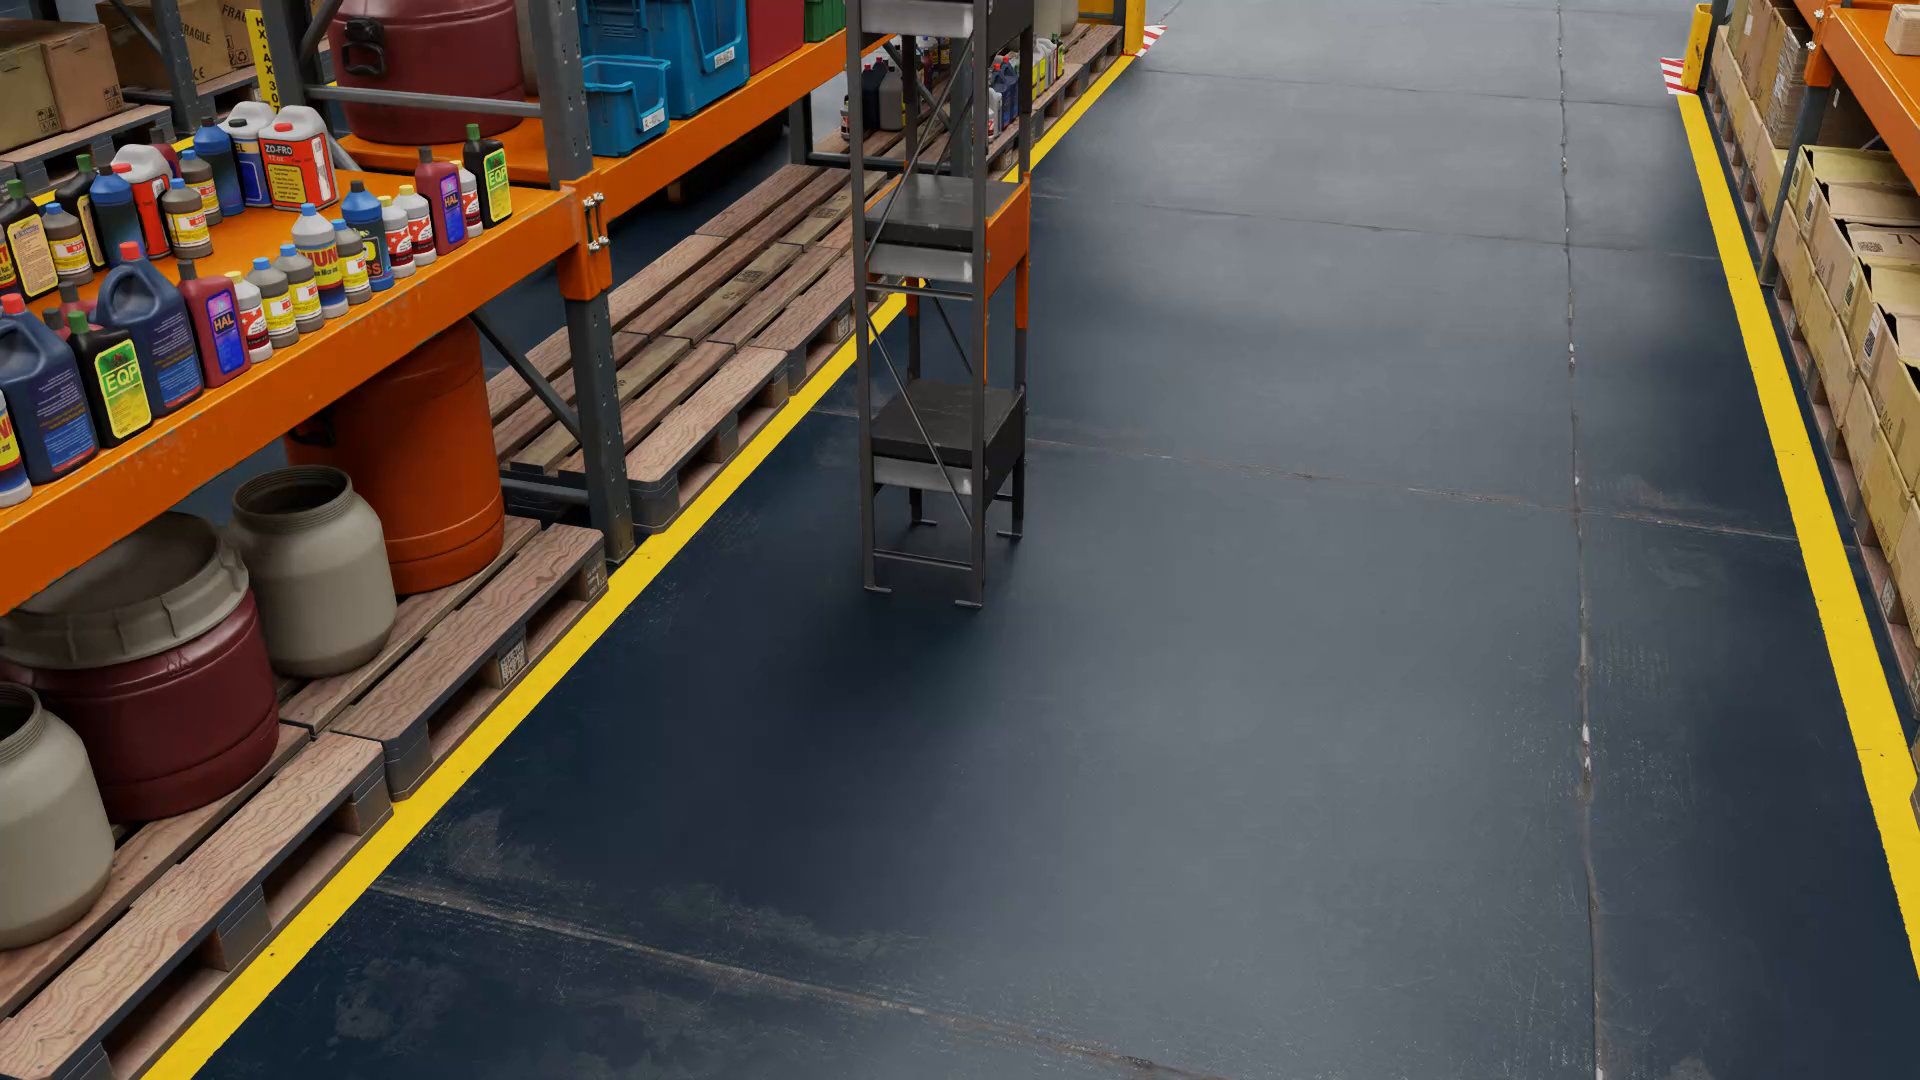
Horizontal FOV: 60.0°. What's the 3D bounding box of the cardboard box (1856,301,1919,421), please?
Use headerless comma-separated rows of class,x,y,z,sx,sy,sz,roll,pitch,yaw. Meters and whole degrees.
cardboard box,3.345,-0.595,5.553,0.500,0.311,0.500,8,30,15

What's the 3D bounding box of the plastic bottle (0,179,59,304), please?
plastic bottle,-2.327,-0.737,4.109,0.061,0.283,0.133,8,30,15

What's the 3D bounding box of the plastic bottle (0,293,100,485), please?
plastic bottle,-1.831,-0.304,3.261,0.144,0.351,0.185,8,30,15

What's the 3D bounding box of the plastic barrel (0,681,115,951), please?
plastic barrel,-2.144,0.612,3.691,0.421,0.512,0.421,0,29,0

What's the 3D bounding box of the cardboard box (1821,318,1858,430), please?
cardboard box,3.497,-0.586,6.115,0.500,0.250,0.500,9,30,16

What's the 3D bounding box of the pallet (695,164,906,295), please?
pallet,-0.624,-1.591,8.393,1.003,0.211,1.213,8,30,15

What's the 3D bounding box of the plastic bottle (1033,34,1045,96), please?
plastic bottle,0.438,-2.902,10.154,0.144,0.351,0.185,10,31,17

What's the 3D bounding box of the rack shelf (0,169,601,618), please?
rack shelf,-2.192,-0.077,3.543,1.077,0.370,4.000,8,30,15

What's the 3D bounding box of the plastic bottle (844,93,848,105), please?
plastic bottle,-0.605,-2.456,9.421,0.061,0.283,0.133,10,31,17

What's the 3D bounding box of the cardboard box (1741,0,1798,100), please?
cardboard box,4.665,-2.726,9.189,0.500,0.500,0.500,8,30,15

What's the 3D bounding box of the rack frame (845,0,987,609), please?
rack frame,-0.120,-0.727,4.897,0.400,2.100,0.015,8,30,15

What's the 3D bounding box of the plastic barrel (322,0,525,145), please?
plastic barrel,-1.758,-1.639,5.471,0.600,0.536,0.708,8,30,15

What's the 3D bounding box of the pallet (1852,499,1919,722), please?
pallet,3.408,0.229,5.121,1.003,0.211,1.213,8,30,15

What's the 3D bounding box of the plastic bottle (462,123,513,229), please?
plastic bottle,-1.316,-1.021,4.620,0.061,0.283,0.133,8,30,15

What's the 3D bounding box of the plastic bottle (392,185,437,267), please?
plastic bottle,-1.435,-0.827,4.356,0.097,0.201,0.097,0,29,0

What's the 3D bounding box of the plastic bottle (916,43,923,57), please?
plastic bottle,-0.276,-2.941,10.305,0.097,0.271,0.097,0,29,0

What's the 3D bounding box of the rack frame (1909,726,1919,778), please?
rack frame,3.129,-0.612,3.765,1.000,3.000,0.127,8,30,15

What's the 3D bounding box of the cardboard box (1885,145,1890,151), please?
cardboard box,4.878,-2.185,8.218,0.500,0.500,0.500,8,30,15

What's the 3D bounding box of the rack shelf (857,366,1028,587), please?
rack shelf,-0.049,-0.217,5.448,0.431,0.518,0.480,8,30,15

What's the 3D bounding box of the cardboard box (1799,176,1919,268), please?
cardboard box,3.792,-1.310,6.839,0.500,0.311,0.500,8,30,14

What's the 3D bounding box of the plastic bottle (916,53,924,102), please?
plastic bottle,-0.261,-2.762,9.971,0.061,0.283,0.133,8,30,15

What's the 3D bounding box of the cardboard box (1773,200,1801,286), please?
cardboard box,3.948,-1.301,7.400,0.500,0.250,0.500,8,30,14

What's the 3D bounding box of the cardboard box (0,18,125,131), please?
cardboard box,-5.366,-2.704,9.644,0.700,0.500,0.500,6,30,11

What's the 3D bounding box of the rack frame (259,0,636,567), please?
rack frame,-1.605,-1.321,5.039,1.000,3.000,0.127,8,30,15

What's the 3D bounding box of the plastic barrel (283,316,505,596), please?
plastic barrel,-1.732,-0.326,5.052,0.600,0.830,0.708,8,30,15

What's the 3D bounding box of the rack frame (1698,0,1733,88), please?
rack frame,5.477,-4.330,10.449,1.000,3.000,0.127,8,30,15

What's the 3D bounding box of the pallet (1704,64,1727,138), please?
pallet,5.293,-2.750,10.477,1.003,0.211,1.213,8,30,15

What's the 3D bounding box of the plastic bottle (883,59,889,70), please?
plastic bottle,-0.453,-2.696,9.853,0.061,0.283,0.133,11,31,18

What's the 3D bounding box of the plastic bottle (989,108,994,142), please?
plastic bottle,0.142,-2.329,9.278,0.097,0.201,0.097,0,29,0

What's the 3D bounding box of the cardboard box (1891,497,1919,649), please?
cardboard box,3.051,0.126,4.834,0.500,0.250,0.500,9,30,16

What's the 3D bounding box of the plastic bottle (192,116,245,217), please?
plastic bottle,-2.101,-1.060,4.702,0.097,0.271,0.097,0,29,0

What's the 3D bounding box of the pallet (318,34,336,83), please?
pallet,-4.646,-3.554,11.922,1.003,0.211,1.213,8,30,15

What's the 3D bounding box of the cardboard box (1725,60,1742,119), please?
cardboard box,4.817,-2.630,9.788,0.500,0.250,0.500,8,30,15

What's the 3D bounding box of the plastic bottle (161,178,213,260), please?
plastic bottle,-2.052,-0.855,4.406,0.097,0.201,0.097,0,29,0

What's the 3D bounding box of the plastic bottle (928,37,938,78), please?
plastic bottle,-0.187,-3.081,10.558,0.097,0.271,0.097,0,29,0

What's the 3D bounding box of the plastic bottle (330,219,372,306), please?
plastic bottle,-1.520,-0.691,4.112,0.097,0.201,0.097,0,29,0

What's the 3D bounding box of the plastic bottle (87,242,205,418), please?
plastic bottle,-1.738,-0.451,3.527,0.144,0.351,0.185,8,30,15

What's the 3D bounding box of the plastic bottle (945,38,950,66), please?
plastic bottle,-0.087,-3.241,10.844,0.097,0.271,0.097,0,29,0

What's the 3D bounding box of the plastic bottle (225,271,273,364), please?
plastic bottle,-1.635,-0.510,3.786,0.097,0.201,0.097,0,29,0

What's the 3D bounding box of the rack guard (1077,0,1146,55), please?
rack guard,0.766,-3.904,12.254,1.175,0.500,0.348,8,30,15

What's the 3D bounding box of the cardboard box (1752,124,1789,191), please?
cardboard box,4.387,-1.931,8.532,0.500,0.250,0.500,8,30,15

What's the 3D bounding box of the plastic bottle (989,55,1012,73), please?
plastic bottle,0.234,-2.793,10.034,0.152,0.276,0.135,8,30,15

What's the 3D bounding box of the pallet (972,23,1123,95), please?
pallet,0.523,-3.401,11.647,1.003,0.211,1.213,8,30,15

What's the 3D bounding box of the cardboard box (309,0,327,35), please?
cardboard box,-4.742,-3.725,11.500,0.500,0.500,0.500,6,30,10

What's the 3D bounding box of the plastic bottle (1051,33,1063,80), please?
plastic bottle,0.607,-3.071,10.527,0.061,0.283,0.133,9,30,16

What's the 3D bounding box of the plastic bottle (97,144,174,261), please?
plastic bottle,-2.177,-0.897,4.404,0.152,0.276,0.135,8,30,15

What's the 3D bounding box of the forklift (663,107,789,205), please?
forklift,-1.908,-3.306,8.678,1.130,2.935,3.031,8,30,15

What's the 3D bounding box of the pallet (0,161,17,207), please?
pallet,-5.749,-1.737,8.656,1.003,0.211,1.213,8,30,15

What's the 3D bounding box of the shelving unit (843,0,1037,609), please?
shelving unit,-0.049,-0.841,5.101,0.431,2.100,0.503,8,30,15

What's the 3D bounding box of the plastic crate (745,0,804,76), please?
plastic crate,-0.838,-2.056,6.295,0.402,0.464,0.583,8,30,15

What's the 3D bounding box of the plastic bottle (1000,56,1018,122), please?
plastic bottle,0.258,-2.618,9.643,0.144,0.351,0.185,7,30,13
